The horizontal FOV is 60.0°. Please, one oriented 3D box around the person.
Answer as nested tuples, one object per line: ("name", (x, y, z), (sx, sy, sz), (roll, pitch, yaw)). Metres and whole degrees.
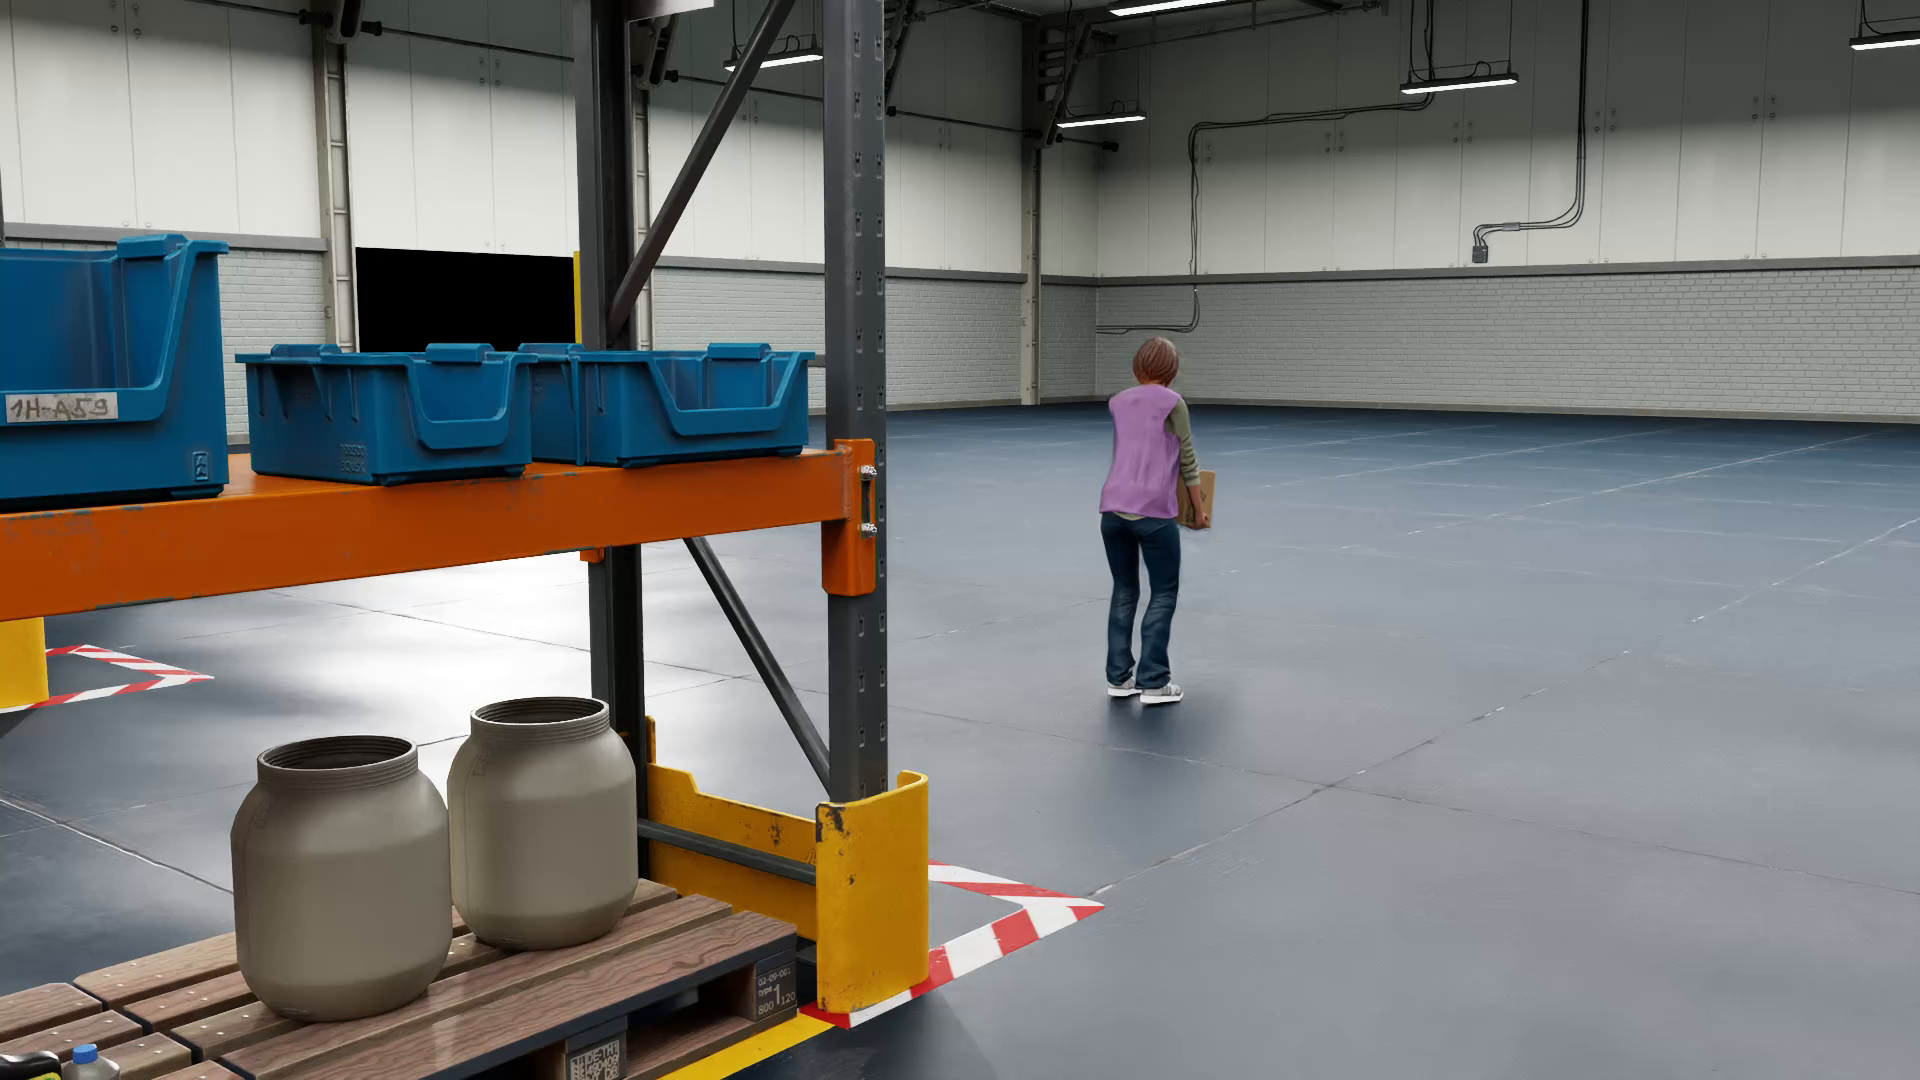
("person", (0.827, -0.034, 7.233), (0.372, 1.464, 0.525), (5, 9, 37))
